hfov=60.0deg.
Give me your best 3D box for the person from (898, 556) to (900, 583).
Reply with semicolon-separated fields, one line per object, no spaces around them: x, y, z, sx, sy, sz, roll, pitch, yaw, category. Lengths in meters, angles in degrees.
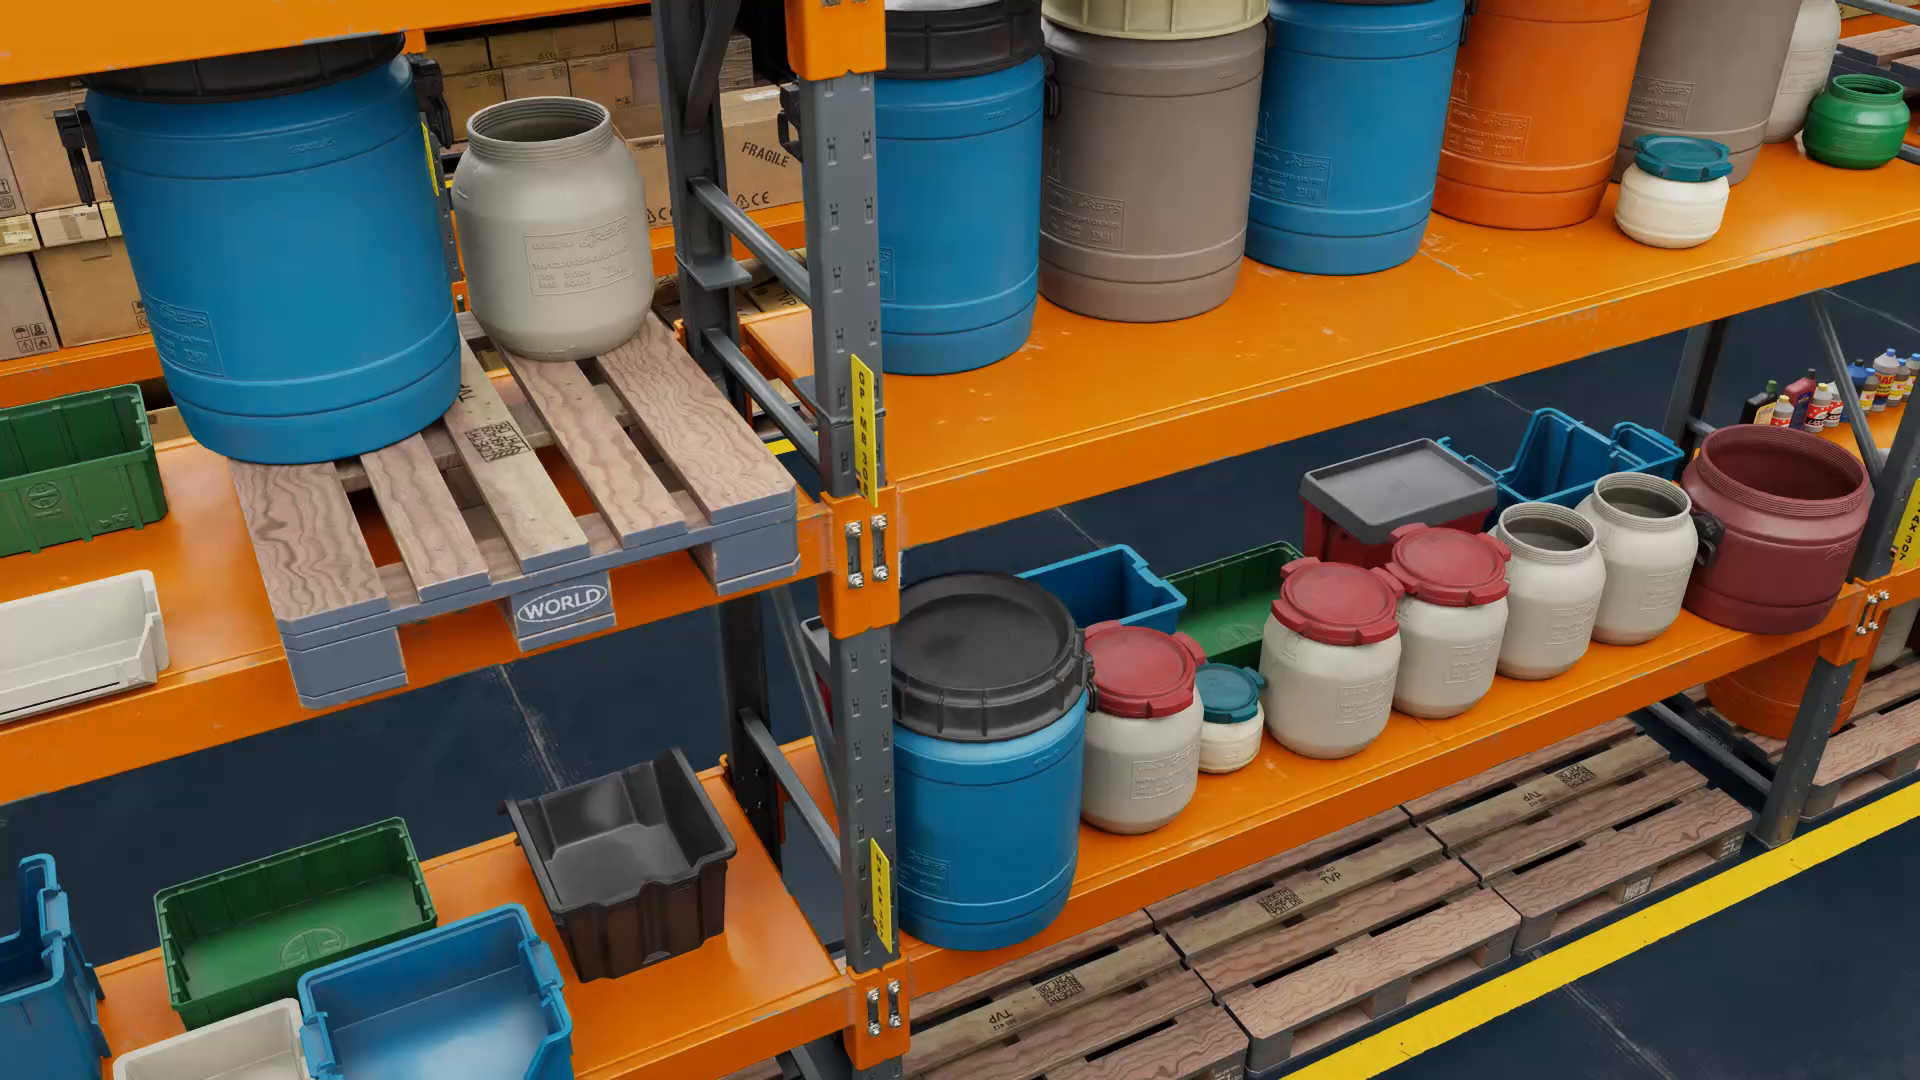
-0.308;0.533;6.284;0.484;1.673;0.525;7;34;11;person
